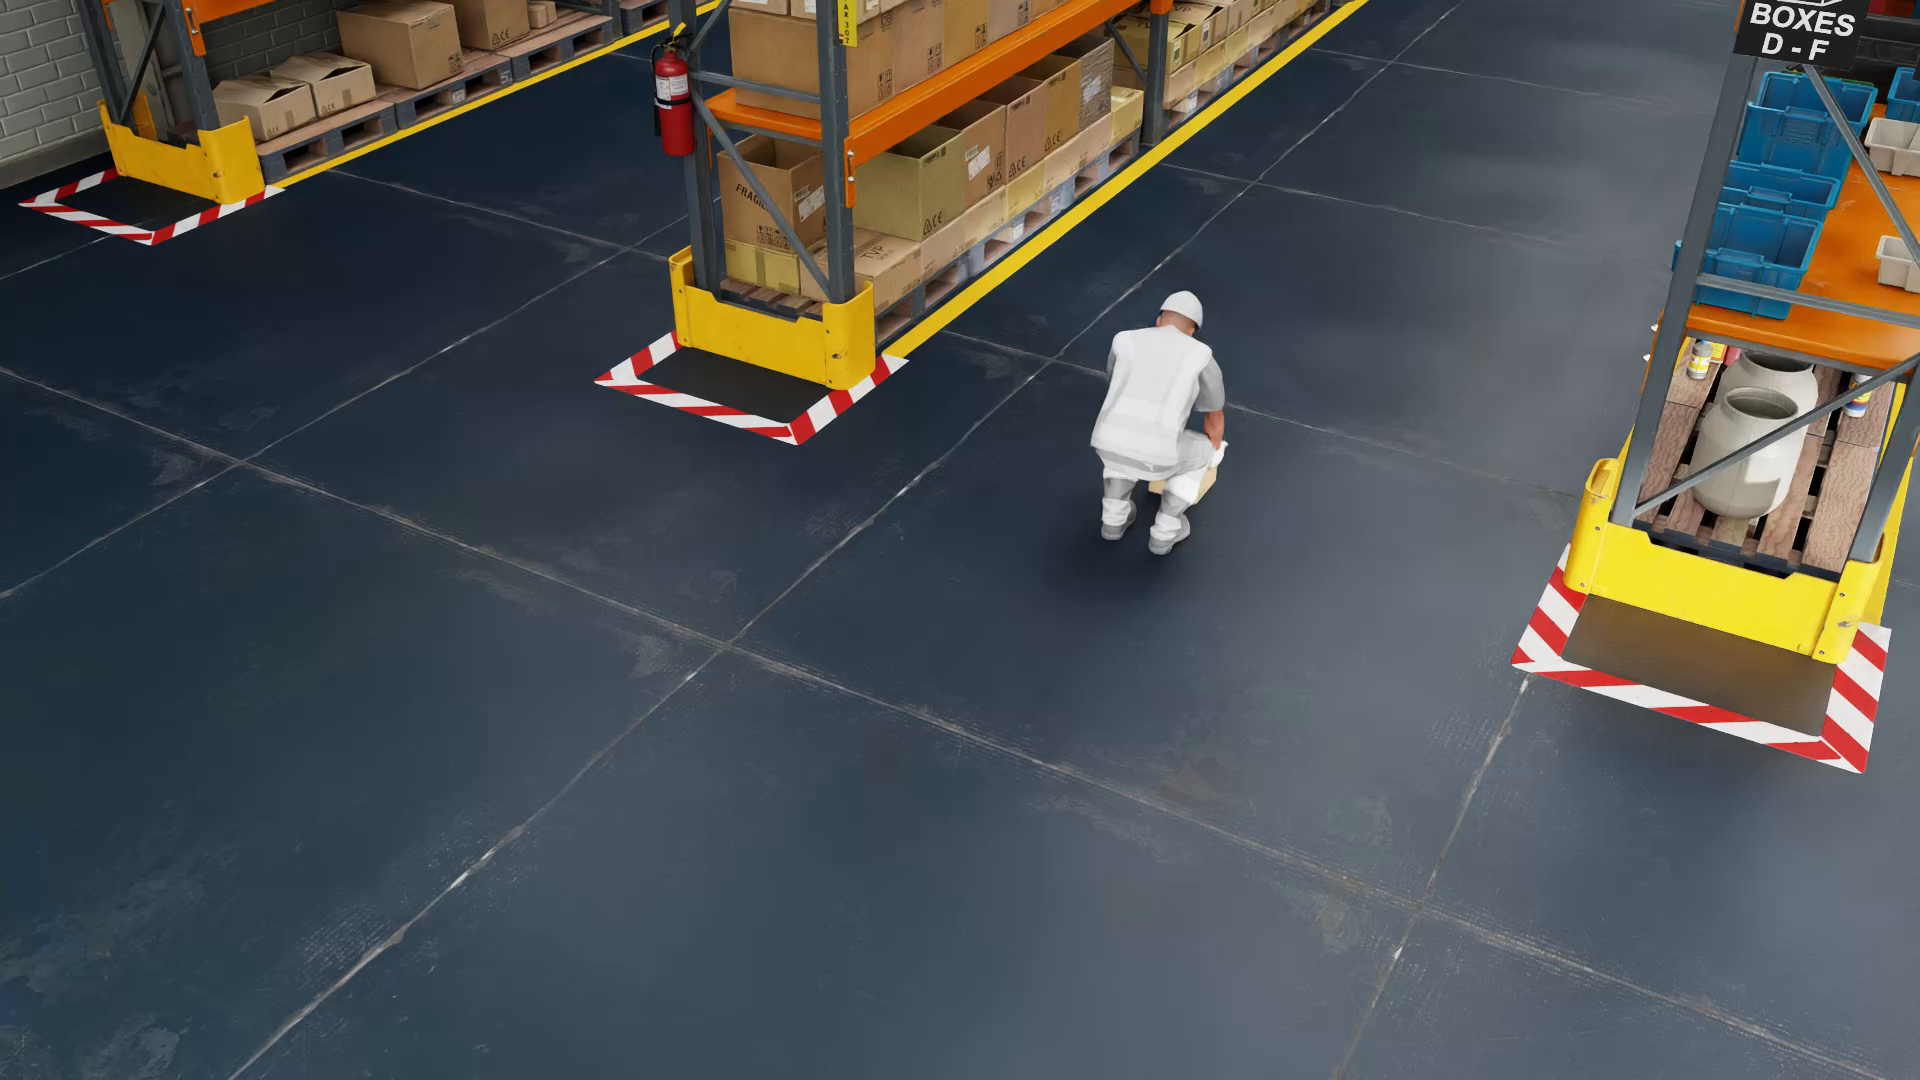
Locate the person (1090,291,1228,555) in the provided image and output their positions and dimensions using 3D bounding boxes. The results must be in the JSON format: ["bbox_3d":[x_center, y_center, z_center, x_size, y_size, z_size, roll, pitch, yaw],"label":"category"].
[{"bbox_3d":[0.878,-0.526,7.581,0.577,1.040,0.872,18,38,24],"label":"person"}]
